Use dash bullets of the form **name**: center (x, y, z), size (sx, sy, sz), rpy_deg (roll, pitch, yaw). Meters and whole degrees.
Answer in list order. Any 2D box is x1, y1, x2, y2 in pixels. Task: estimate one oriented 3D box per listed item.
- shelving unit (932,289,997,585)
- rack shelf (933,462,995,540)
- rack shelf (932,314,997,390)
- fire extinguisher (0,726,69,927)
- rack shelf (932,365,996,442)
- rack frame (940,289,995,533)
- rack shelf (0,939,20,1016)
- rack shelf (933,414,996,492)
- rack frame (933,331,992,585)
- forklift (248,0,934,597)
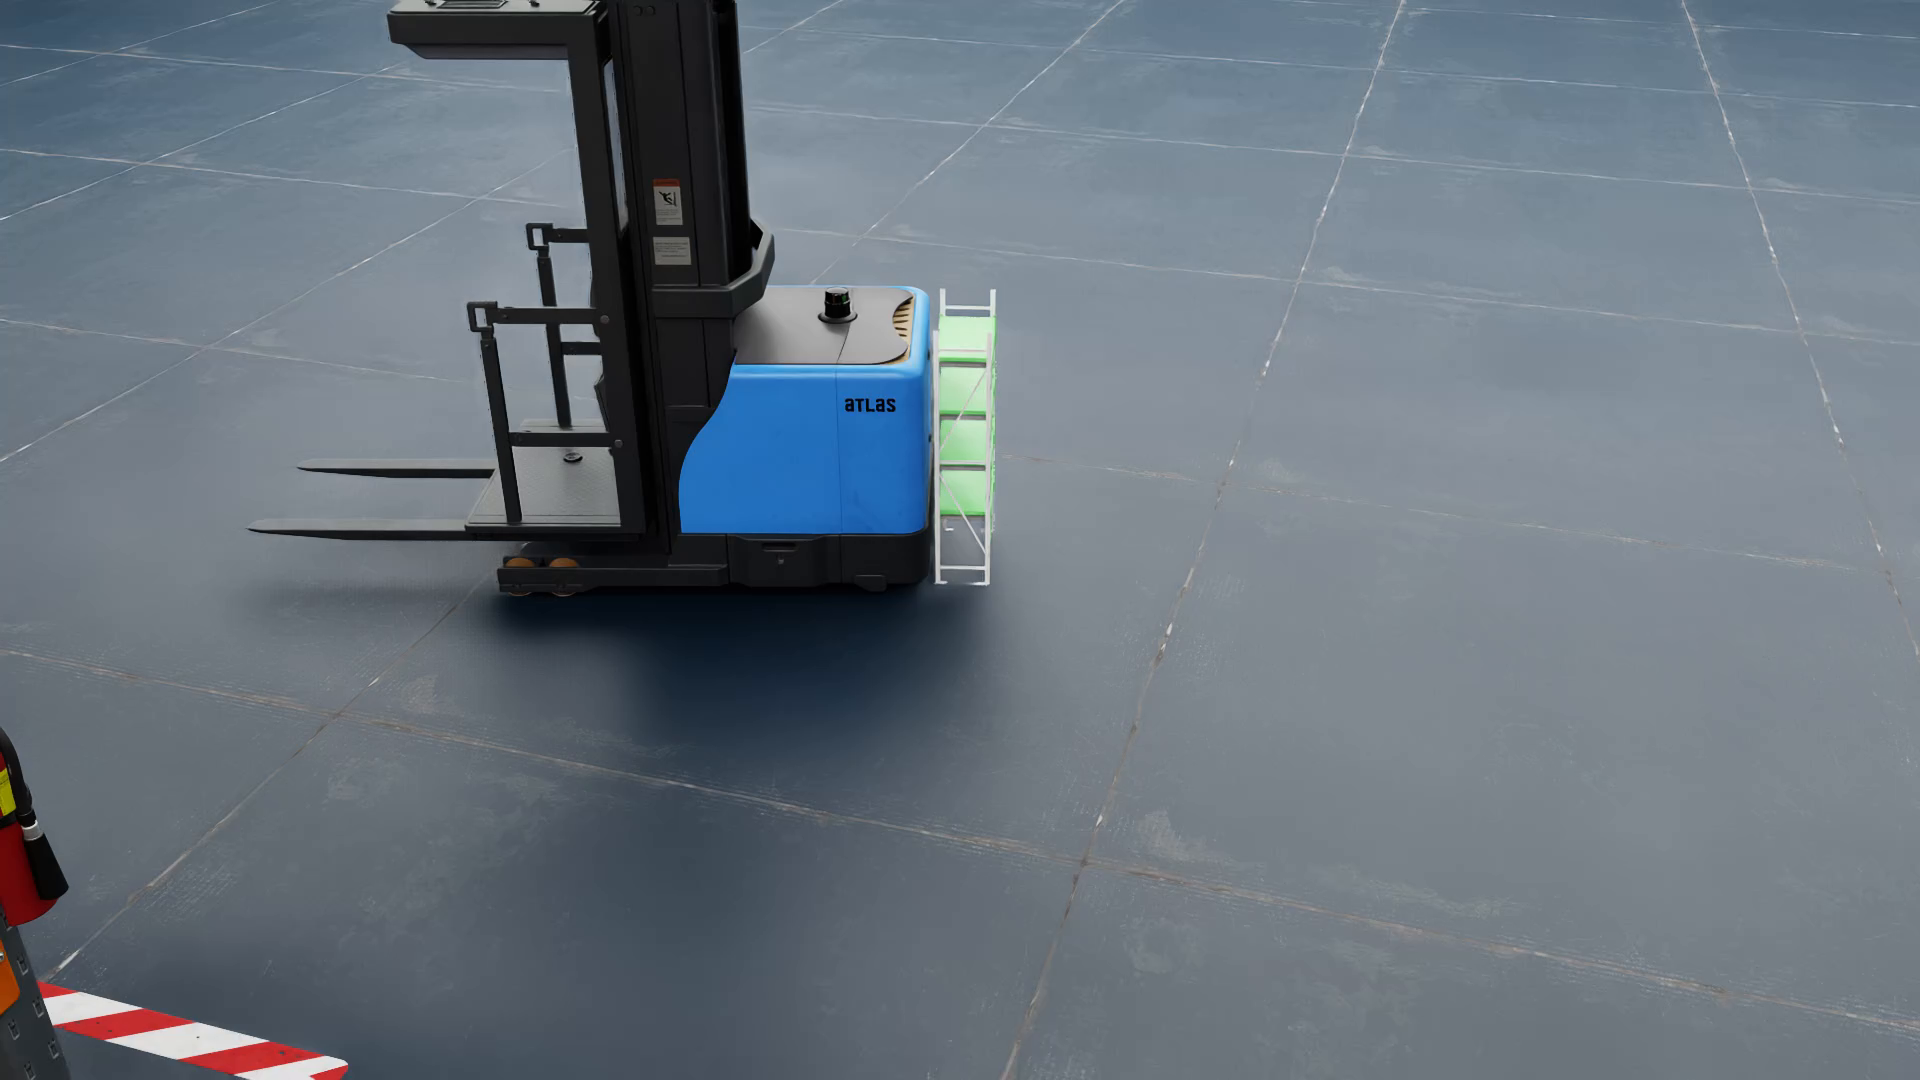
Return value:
- **shelving unit**: center (0.023, -0.447, 7.320), size (0.258, 1.200, 0.503), rpy_deg (1, 29, 2)
- **rack shelf**: center (0.023, -0.182, 7.467), size (0.258, 0.148, 0.480), rpy_deg (1, 29, 2)
- **rack shelf**: center (0.023, -0.811, 7.117), size (0.258, 0.148, 0.480), rpy_deg (1, 29, 2)
- **fire extinguisher**: center (-2.203, 0.560, 3.737), size (0.296, 0.674, 0.183), rpy_deg (8, 30, 15)
- **rack shelf**: center (0.023, -0.601, 7.234), size (0.258, 0.148, 0.480), rpy_deg (1, 29, 2)
- **rack frame**: center (0.034, -0.566, 7.533), size (0.240, 1.200, 0.015), rpy_deg (1, 29, 2)
- **rack shelf**: center (-3.264, 1.757, 2.245), size (1.077, 0.370, 4.000), rpy_deg (8, 30, 15)
- **rack shelf**: center (0.023, -0.391, 7.351), size (0.258, 0.148, 0.480), rpy_deg (1, 29, 2)
- **rack frame**: center (0.011, -0.329, 7.107), size (0.240, 1.200, 0.015), rpy_deg (1, 29, 2)
- **forklift**: center (-1.647, -1.289, 7.053), size (3.031, 2.935, 1.130), rpy_deg (0, 29, 1)
